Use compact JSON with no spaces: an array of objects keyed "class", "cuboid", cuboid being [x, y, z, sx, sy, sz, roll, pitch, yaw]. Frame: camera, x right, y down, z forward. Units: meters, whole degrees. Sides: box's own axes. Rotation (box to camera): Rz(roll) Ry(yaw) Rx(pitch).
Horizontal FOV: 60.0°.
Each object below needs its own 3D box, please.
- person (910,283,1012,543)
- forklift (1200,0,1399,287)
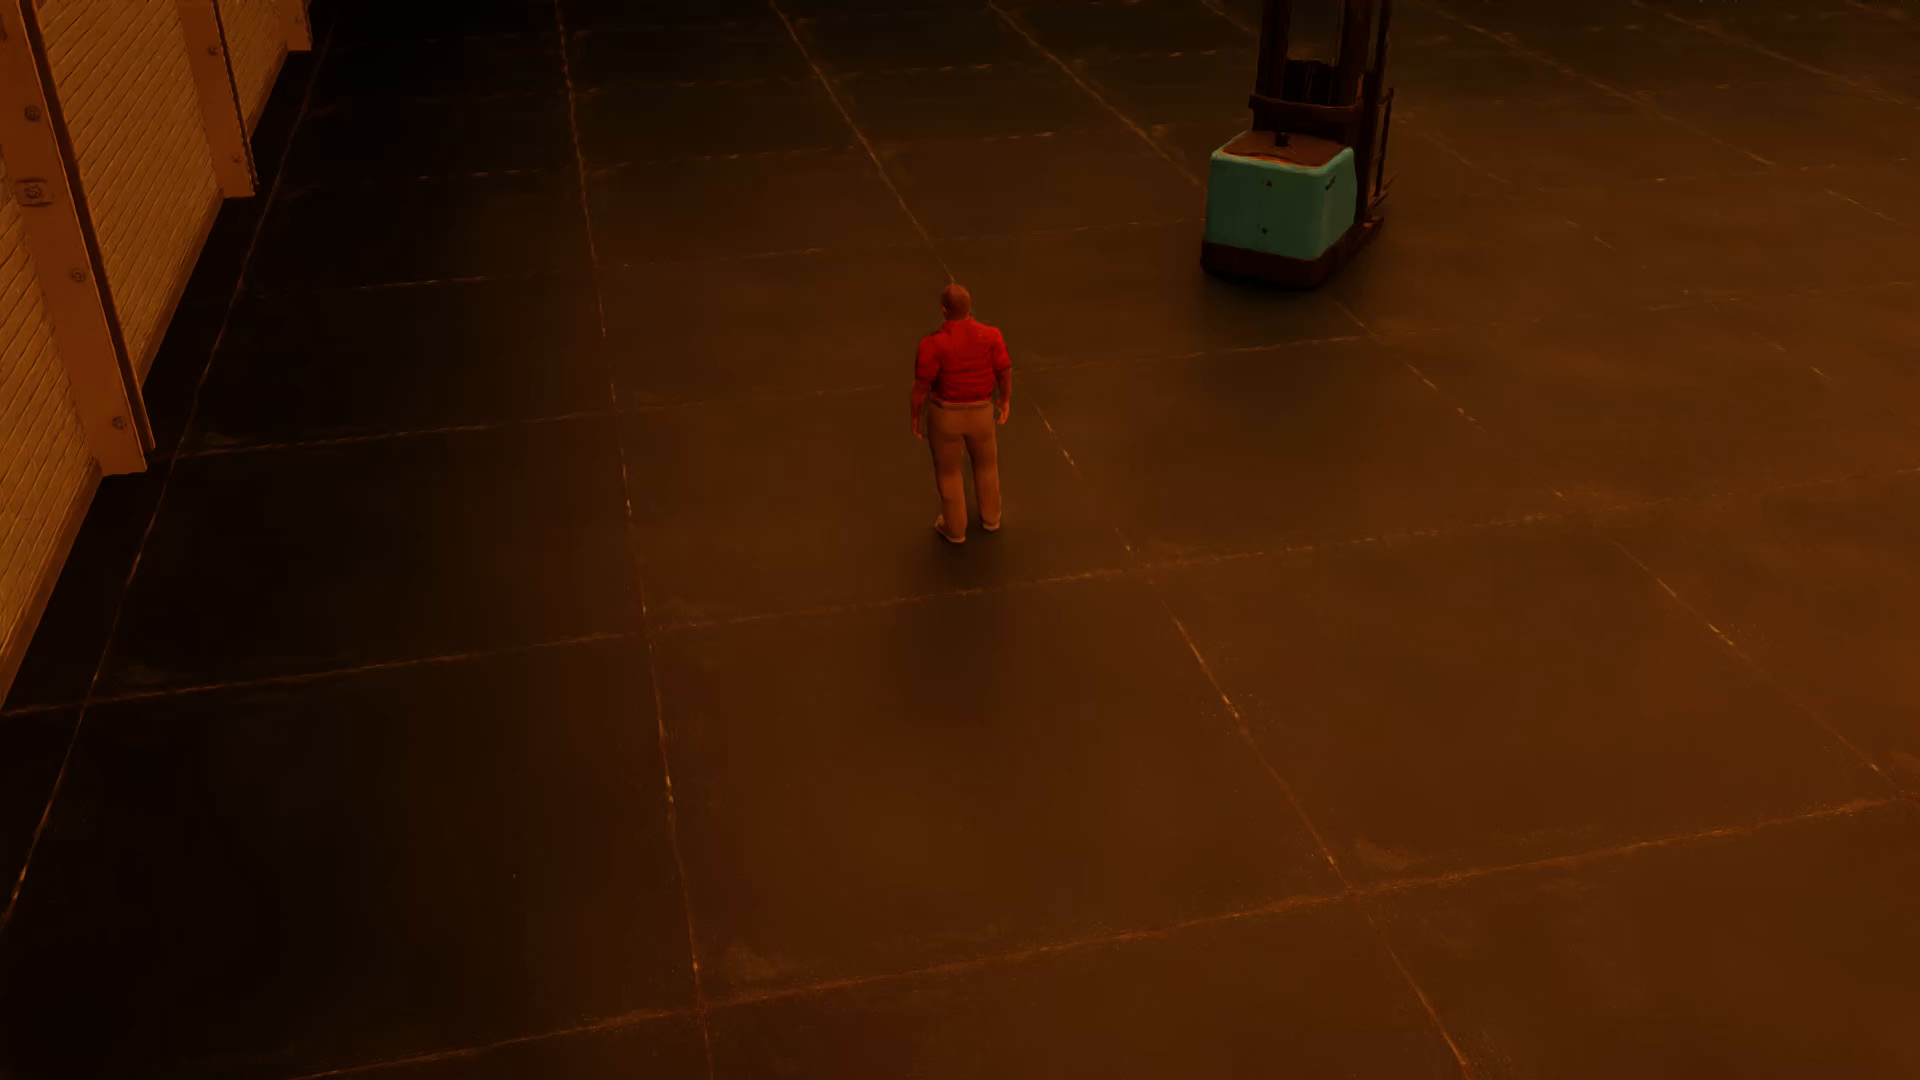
[{"class":"person","cuboid":[-0.009,-0.799,10.141,0.640,1.726,0.550,-7,31,-12]},{"class":"forklift","cuboid":[3.261,-4.118,14.688,1.130,2.935,3.031,16,34,25]}]
